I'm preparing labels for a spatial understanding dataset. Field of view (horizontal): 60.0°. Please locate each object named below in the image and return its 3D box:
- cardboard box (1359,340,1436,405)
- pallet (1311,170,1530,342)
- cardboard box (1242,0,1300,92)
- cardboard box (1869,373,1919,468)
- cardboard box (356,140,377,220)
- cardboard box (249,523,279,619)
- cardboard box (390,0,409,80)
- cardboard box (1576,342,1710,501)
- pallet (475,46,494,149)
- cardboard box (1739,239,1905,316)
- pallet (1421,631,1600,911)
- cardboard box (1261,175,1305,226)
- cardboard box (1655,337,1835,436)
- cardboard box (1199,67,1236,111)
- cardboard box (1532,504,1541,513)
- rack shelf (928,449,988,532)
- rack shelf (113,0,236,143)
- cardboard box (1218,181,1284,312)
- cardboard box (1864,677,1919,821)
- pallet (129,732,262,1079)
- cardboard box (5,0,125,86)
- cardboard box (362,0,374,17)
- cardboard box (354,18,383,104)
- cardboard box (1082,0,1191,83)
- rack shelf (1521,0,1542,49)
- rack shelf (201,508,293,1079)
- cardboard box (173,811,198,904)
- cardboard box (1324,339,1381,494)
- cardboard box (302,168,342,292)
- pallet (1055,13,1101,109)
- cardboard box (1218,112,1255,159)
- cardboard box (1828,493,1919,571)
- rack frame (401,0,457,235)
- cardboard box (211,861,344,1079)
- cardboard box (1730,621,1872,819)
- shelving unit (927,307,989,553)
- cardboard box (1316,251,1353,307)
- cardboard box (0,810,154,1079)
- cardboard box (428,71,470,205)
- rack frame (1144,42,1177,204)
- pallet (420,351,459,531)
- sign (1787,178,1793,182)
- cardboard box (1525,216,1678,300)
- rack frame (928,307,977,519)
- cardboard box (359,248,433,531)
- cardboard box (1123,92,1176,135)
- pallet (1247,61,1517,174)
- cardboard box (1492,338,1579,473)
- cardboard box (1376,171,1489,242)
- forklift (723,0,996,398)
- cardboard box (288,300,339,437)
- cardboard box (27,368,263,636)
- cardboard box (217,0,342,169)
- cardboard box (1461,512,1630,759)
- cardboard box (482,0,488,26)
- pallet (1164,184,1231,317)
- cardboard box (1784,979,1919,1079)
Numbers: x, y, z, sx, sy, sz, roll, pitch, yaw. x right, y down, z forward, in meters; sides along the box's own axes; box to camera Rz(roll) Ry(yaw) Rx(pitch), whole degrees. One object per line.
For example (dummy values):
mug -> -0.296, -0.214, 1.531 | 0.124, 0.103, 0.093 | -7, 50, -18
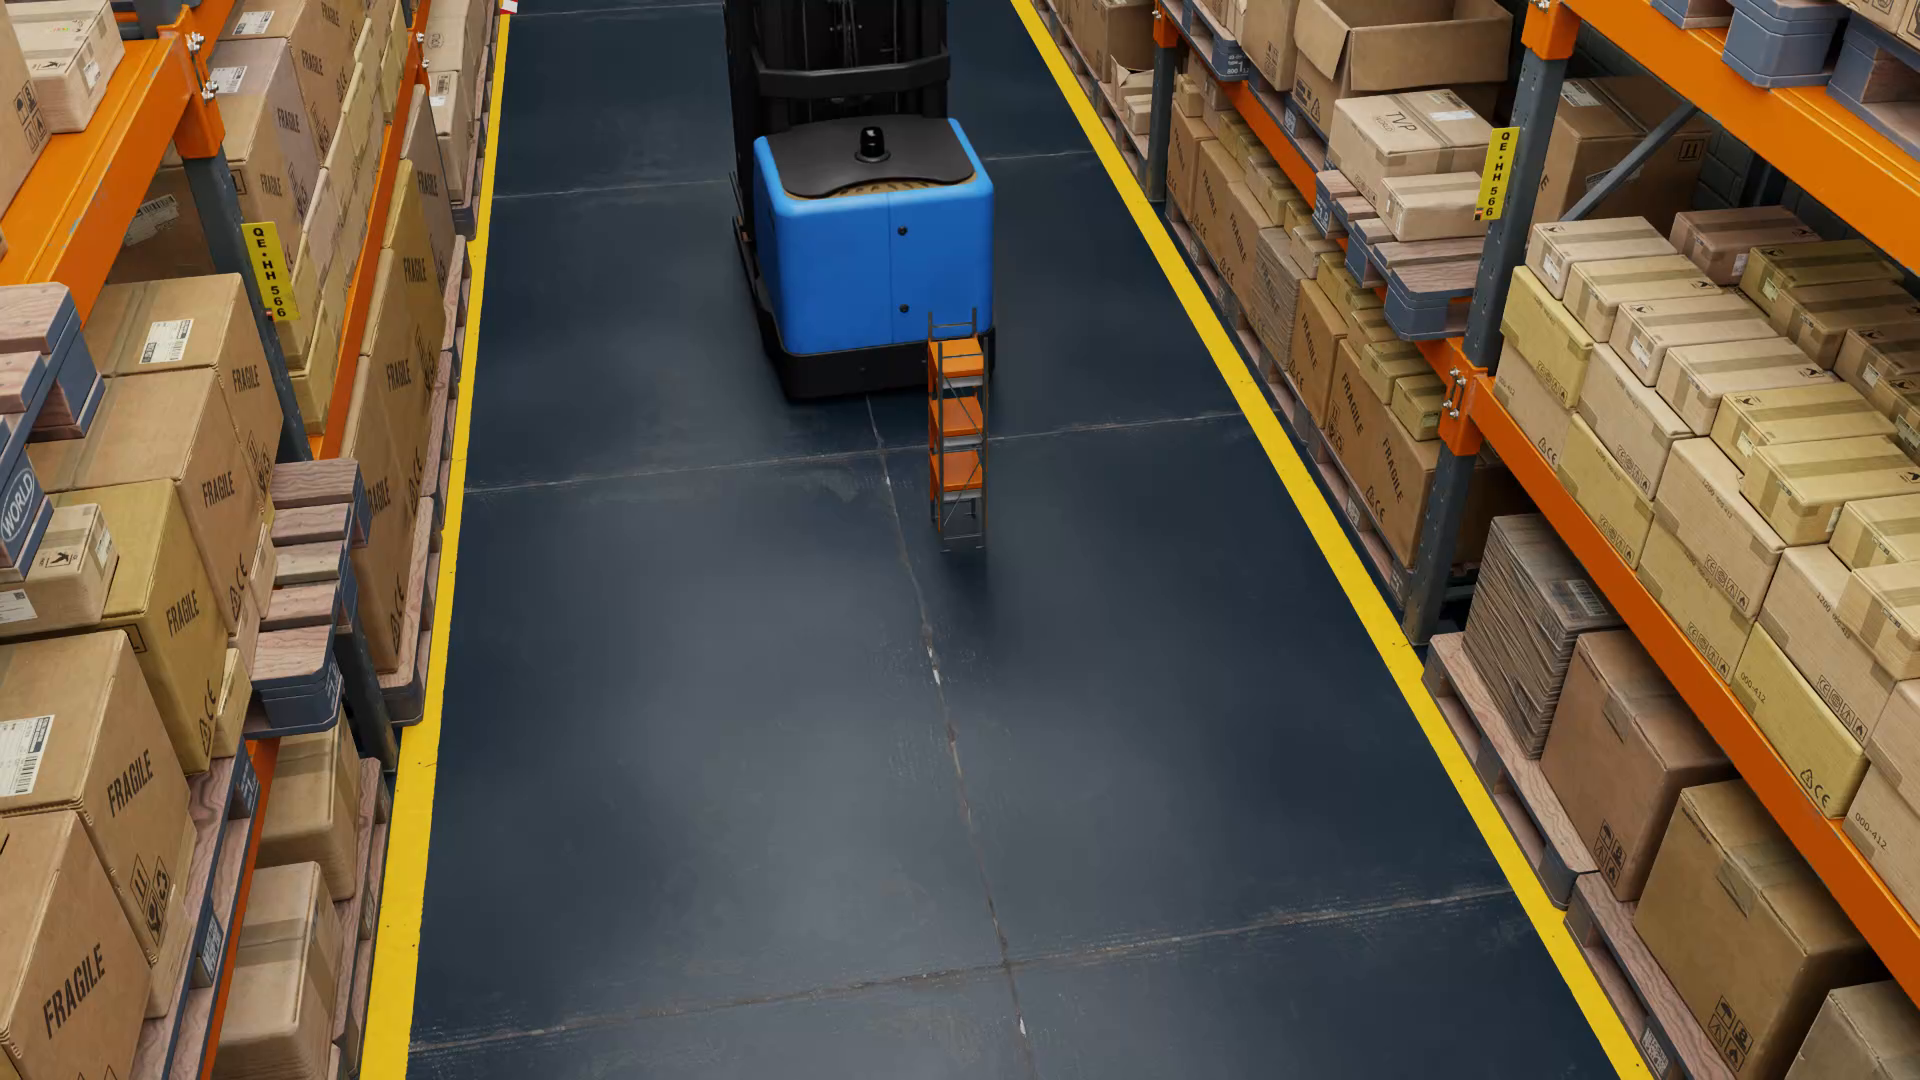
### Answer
cardboard box -> 1.887, -0.708, 6.883 | 0.380, 0.149, 0.250 | -8, 39, -10
pallet -> 2.113, -1.167, 6.463 | 1.213, 0.211, 1.003 | -6, 38, -8
cardboard box -> 1.693, -2.359, 7.418 | 0.700, 0.500, 0.500 | -6, 38, -8
cardboard box -> 2.780, -0.346, 4.640 | 0.380, 0.149, 0.250 | -6, 38, -8
cardboard box -> -2.707, -1.492, 6.847 | 0.500, 0.250, 0.500 | -6, 38, -8
cardboard box -> -2.089, 0.103, 4.535 | 0.380, 0.149, 0.250 | -7, 38, -8
cardboard box -> -2.959, -2.418, 8.039 | 0.500, 0.250, 0.500 | -7, 38, -9
cardboard box -> 2.225, -0.382, 5.012 | 0.500, 0.250, 0.500 | -5, 38, -7
pallet -> -3.560, -2.826, 10.715 | 1.003, 0.211, 1.213 | -6, 38, -8
cardboard box -> 2.713, -0.816, 5.245 | 0.380, 0.149, 0.250 | -5, 38, -7
pallet -> 2.407, 0.762, 6.097 | 1.003, 0.211, 1.213 | -6, 38, -8
cardboard box -> 1.691, -1.664, 8.114 | 0.380, 0.149, 0.250 | -5, 38, -6
cardboard box -> 2.244, -0.442, 4.764 | 0.380, 0.149, 0.250 | -6, 38, -7
cardboard box -> 1.494, -2.412, 8.834 | 0.380, 0.149, 0.250 | -8, 39, -10
cardboard box -> 2.503, -0.304, 6.892 | 0.500, 0.500, 0.500 | -5, 38, -6
rack shelf -> -0.009, -0.219, 7.147 | 0.215, 0.259, 0.240 | -6, 38, -8
rack shelf -> -2.936, -2.413, 6.053 | 1.077, 0.370, 4.000 | -6, 38, -8
cardboard box -> 1.649, -1.497, 8.427 | 0.500, 0.500, 0.500 | -7, 38, -9
cardboard box -> 2.483, 0.549, 3.814 | 0.500, 0.250, 0.500 | -6, 38, -7
pallet -> -2.198, 0.962, 3.723 | 1.003, 0.211, 1.213 | -6, 38, -8
cardboard box -> -2.323, -1.222, 4.138 | 0.380, 0.149, 0.250 | -6, 38, -8
cardboard box -> -2.863, -2.600, 7.256 | 0.500, 0.500, 0.500 | -6, 38, -7
cardboard box -> -2.778, -2.005, 7.101 | 0.500, 0.250, 0.500 | -5, 38, -7
cardboard box -> 1.206, -3.324, 10.779 | 0.700, 0.500, 0.500 | -8, 38, -10
rack shelf -> 1.951, -2.949, 6.743 | 1.077, 0.370, 4.000 | -6, 38, -8
rack shelf -> -2.234, 1.187, 3.863 | 1.077, 0.370, 4.000 | -6, 38, -8
cardboard box -> -1.946, 0.729, 3.729 | 0.380, 0.149, 0.250 | -7, 38, -9
cardboard box -> 1.938, -0.555, 7.215 | 0.500, 0.500, 0.500 | -7, 38, -9
cardboard box -> -2.520, -1.088, 5.920 | 0.500, 0.250, 0.500 | -5, 38, -7
pallet -> 1.263, -3.309, 11.337 | 1.003, 0.211, 1.213 | -6, 38, -8
cardboard box -> 1.582, -2.134, 8.718 | 0.380, 0.149, 0.250 | -8, 39, -10
cardboard box -> 2.444, 0.013, 4.178 | 0.380, 0.149, 0.250 | -6, 38, -8
rack frame -> -3.286, -2.721, 8.307 | 1.000, 3.000, 0.127 | -6, 38, -8
cardboard box -> -2.358, 1.354, 4.861 | 0.950, 0.372, 0.625 | -7, 38, -9
cardboard box -> 2.408, 0.441, 4.360 | 0.500, 0.250, 0.500 | -5, 38, -6
shelving unit -> -0.009, -0.447, 6.969 | 0.215, 1.050, 0.252 | -6, 38, -8
cardboard box -> 1.838, -1.187, 7.499 | 0.380, 0.149, 0.250 | -7, 38, -9
cardboard box -> -1.845, 0.872, 3.016 | 0.500, 0.500, 0.500 | -6, 38, -8
cardboard box -> -3.291, -2.265, 9.467 | 0.875, 0.438, 0.875 | -7, 38, -9
rack frame -> 1.600, -3.257, 8.997 | 1.000, 3.000, 0.127 | -6, 38, -8
pallet -> -2.859, -0.423, 7.623 | 1.003, 0.211, 1.213 | -6, 38, -8
sign -> 2.847, -1.360, 5.611 | 0.100, 0.325, 0.005 | -6, 38, -8
cardboard box -> 2.067, -0.912, 5.369 | 0.380, 0.149, 0.250 | -5, 38, -7
rack frame -> -0.031, -0.521, 7.064 | 0.200, 1.050, 0.008 | -6, 38, -8
cardboard box -> -2.777, -0.597, 6.963 | 0.875, 0.875, 0.875 | -6, 38, -7
cardboard box -> 1.213, -2.602, 10.135 | 0.380, 0.149, 0.250 | -7, 38, -9
pallet -> 1.956, -1.939, 7.457 | 1.003, 0.211, 1.213 | -6, 38, -8
cardboard box -> 2.138, -0.487, 5.554 | 0.500, 0.250, 0.500 | -6, 38, -8
cardboard box -> 1.808, -1.263, 6.293 | 0.380, 0.149, 0.250 | -6, 38, -7
forklift -> -0.661, -2.747, 8.397 | 1.130, 2.935, 3.031 | -8, 39, -10
cardboard box -> -2.423, -0.568, 5.659 | 0.500, 0.250, 0.500 | -7, 38, -9
cardboard box -> -2.130, -0.072, 4.231 | 0.500, 0.500, 0.500 | -7, 38, -9
cardboard box -> -2.603, -1.676, 6.066 | 0.500, 0.500, 0.500 | -5, 38, -7
cardboard box -> 2.397, 0.309, 6.000 | 0.875, 0.625, 0.625 | -5, 38, -7
cardboard box -> -3.773, -3.903, 11.575 | 0.875, 0.438, 0.875 | -7, 38, -9
pallet -> 1.780, -1.668, 9.226 | 1.003, 0.211, 1.213 | -6, 38, -8
cardboard box -> 2.771, 1.564, 4.386 | 0.875, 0.625, 0.625 | -7, 38, -8
